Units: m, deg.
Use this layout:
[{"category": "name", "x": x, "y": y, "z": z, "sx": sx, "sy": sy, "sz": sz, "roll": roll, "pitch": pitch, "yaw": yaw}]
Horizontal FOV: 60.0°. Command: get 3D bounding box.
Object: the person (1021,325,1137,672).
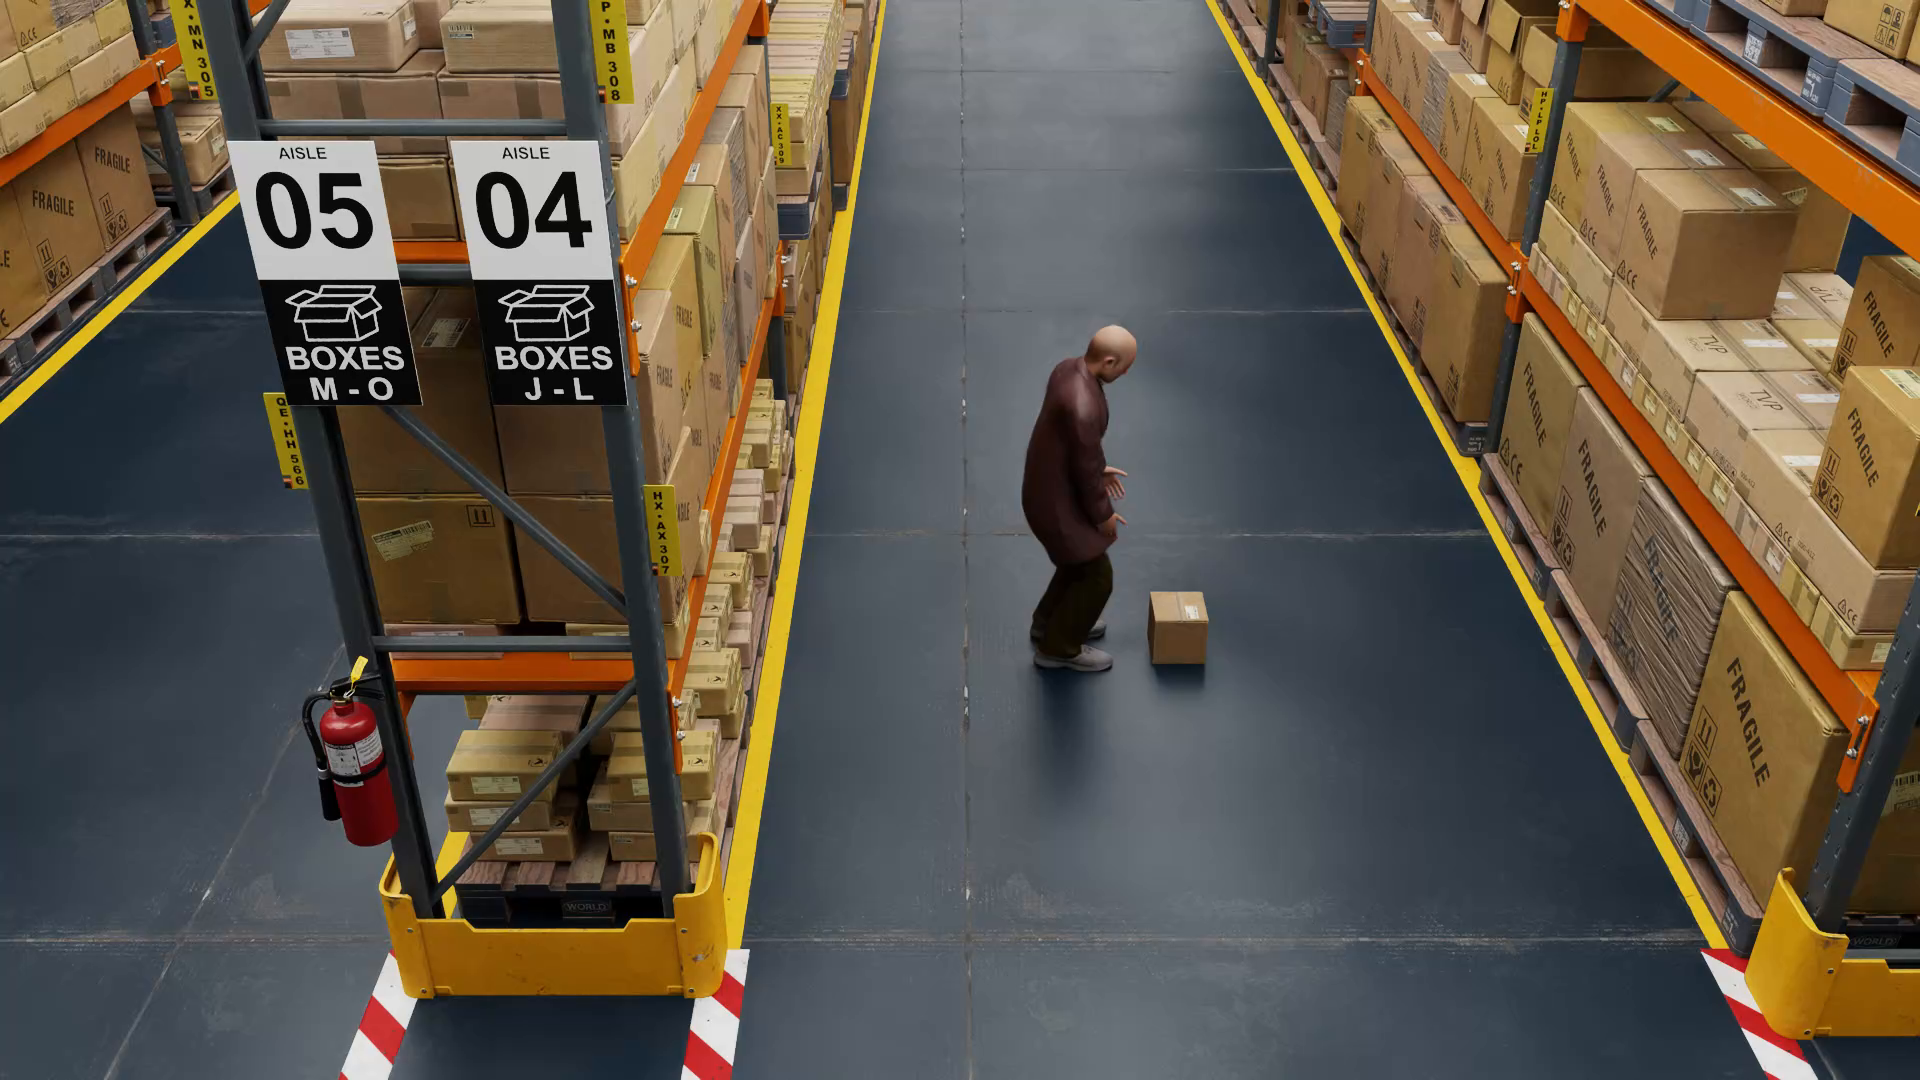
[{"category": "person", "x": 0.530, "y": -0.199, "z": 7.601, "sx": 0.503, "sy": 1.662, "sz": 0.607, "roll": 1, "pitch": 31, "yaw": 1}]
